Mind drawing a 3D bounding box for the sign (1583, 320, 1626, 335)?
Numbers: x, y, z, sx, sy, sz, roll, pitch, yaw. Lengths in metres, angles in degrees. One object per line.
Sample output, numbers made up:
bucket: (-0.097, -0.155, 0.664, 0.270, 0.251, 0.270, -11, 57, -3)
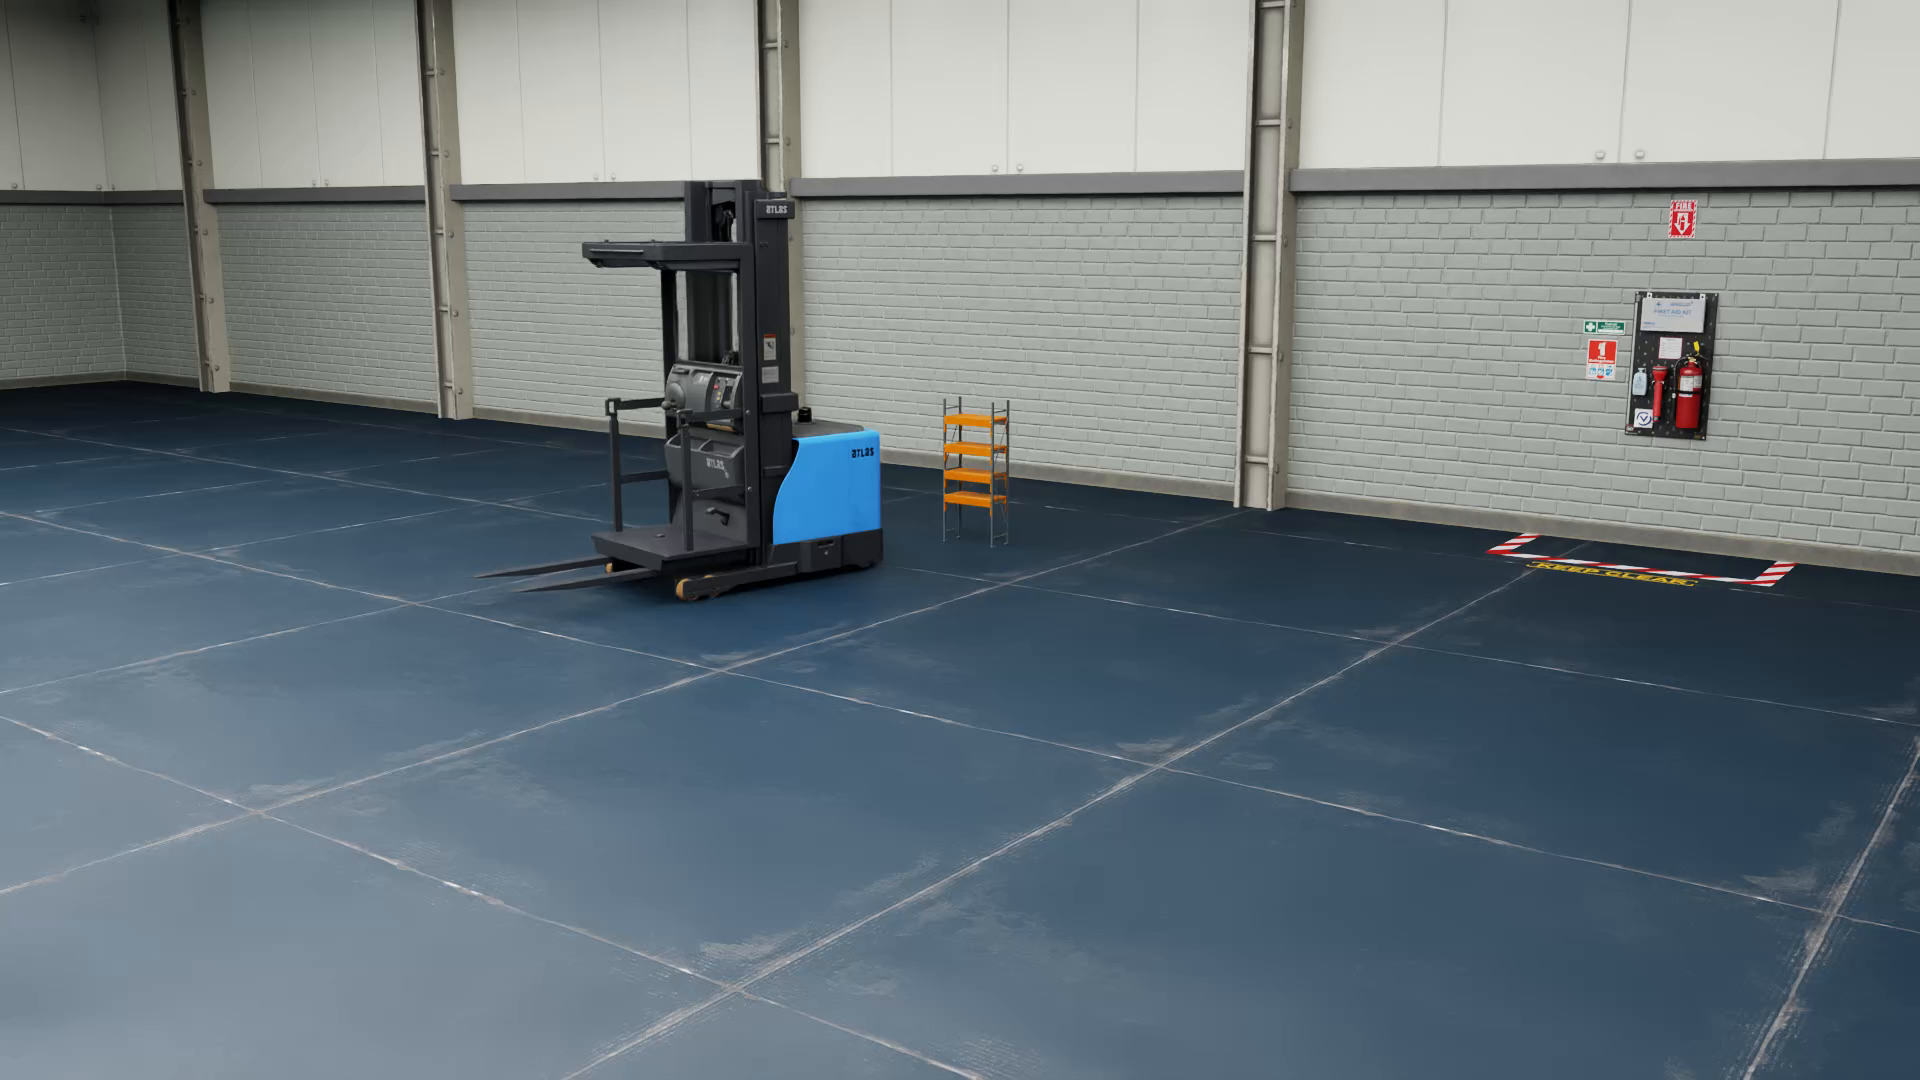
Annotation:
sign: (5.304, -1.750, 13.689, 0.331, 0.109, 0.001, 8, 13, 36)

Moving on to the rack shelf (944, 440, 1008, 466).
rack shelf: (0.133, -0.724, 13.790, 0.480, 0.148, 0.258, 8, 13, 36)

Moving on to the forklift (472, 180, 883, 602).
forklift: (-2.040, -1.114, 12.069, 3.031, 2.935, 1.130, -9, 14, -40)

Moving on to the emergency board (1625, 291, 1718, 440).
emergency board: (5.690, -1.396, 13.350, 0.643, 1.169, 0.194, 8, 13, 36)

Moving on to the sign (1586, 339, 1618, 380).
sign: (5.305, -1.492, 13.749, 0.234, 0.329, 0.001, 8, 13, 36)

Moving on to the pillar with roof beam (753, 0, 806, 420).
pillar with roof beam: (-4.561, -4.748, 14.880, 0.400, 9.000, 9.100, 8, 13, 36)

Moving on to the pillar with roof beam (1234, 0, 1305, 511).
pillar with roof beam: (0.275, -4.073, 11.394, 0.400, 9.000, 9.100, 8, 13, 36)

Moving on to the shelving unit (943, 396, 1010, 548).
shelving unit: (0.133, -0.570, 13.820, 0.503, 1.200, 0.258, 8, 13, 36)

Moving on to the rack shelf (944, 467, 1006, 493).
rack shelf: (0.133, -0.504, 13.832, 0.480, 0.148, 0.258, 8, 13, 36)

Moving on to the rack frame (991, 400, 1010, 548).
rack frame: (0.330, -0.543, 13.678, 0.015, 1.200, 0.240, 8, 13, 36)

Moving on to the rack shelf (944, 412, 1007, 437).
rack shelf: (0.133, -0.956, 13.745, 0.480, 0.148, 0.258, 8, 13, 36)

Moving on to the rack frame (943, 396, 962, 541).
rack frame: (-0.063, -0.598, 13.961, 0.015, 1.200, 0.240, 8, 13, 36)

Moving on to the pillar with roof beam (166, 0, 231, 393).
pillar with roof beam: (-14.233, -6.097, 21.854, 0.400, 9.000, 9.100, 8, 13, 36)

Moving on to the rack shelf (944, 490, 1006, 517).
rack shelf: (0.133, -0.309, 13.870, 0.480, 0.148, 0.258, 8, 13, 36)

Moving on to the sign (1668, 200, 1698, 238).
sign: (5.742, -2.551, 13.213, 0.199, 0.298, 0.001, 8, 13, 36)

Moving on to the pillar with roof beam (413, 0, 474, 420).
pillar with roof beam: (-9.397, -5.423, 18.367, 0.400, 9.000, 9.100, 8, 13, 36)

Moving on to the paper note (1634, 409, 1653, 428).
paper note: (5.588, -0.994, 13.591, 0.142, 0.148, 0.016, 8, 13, 36)
